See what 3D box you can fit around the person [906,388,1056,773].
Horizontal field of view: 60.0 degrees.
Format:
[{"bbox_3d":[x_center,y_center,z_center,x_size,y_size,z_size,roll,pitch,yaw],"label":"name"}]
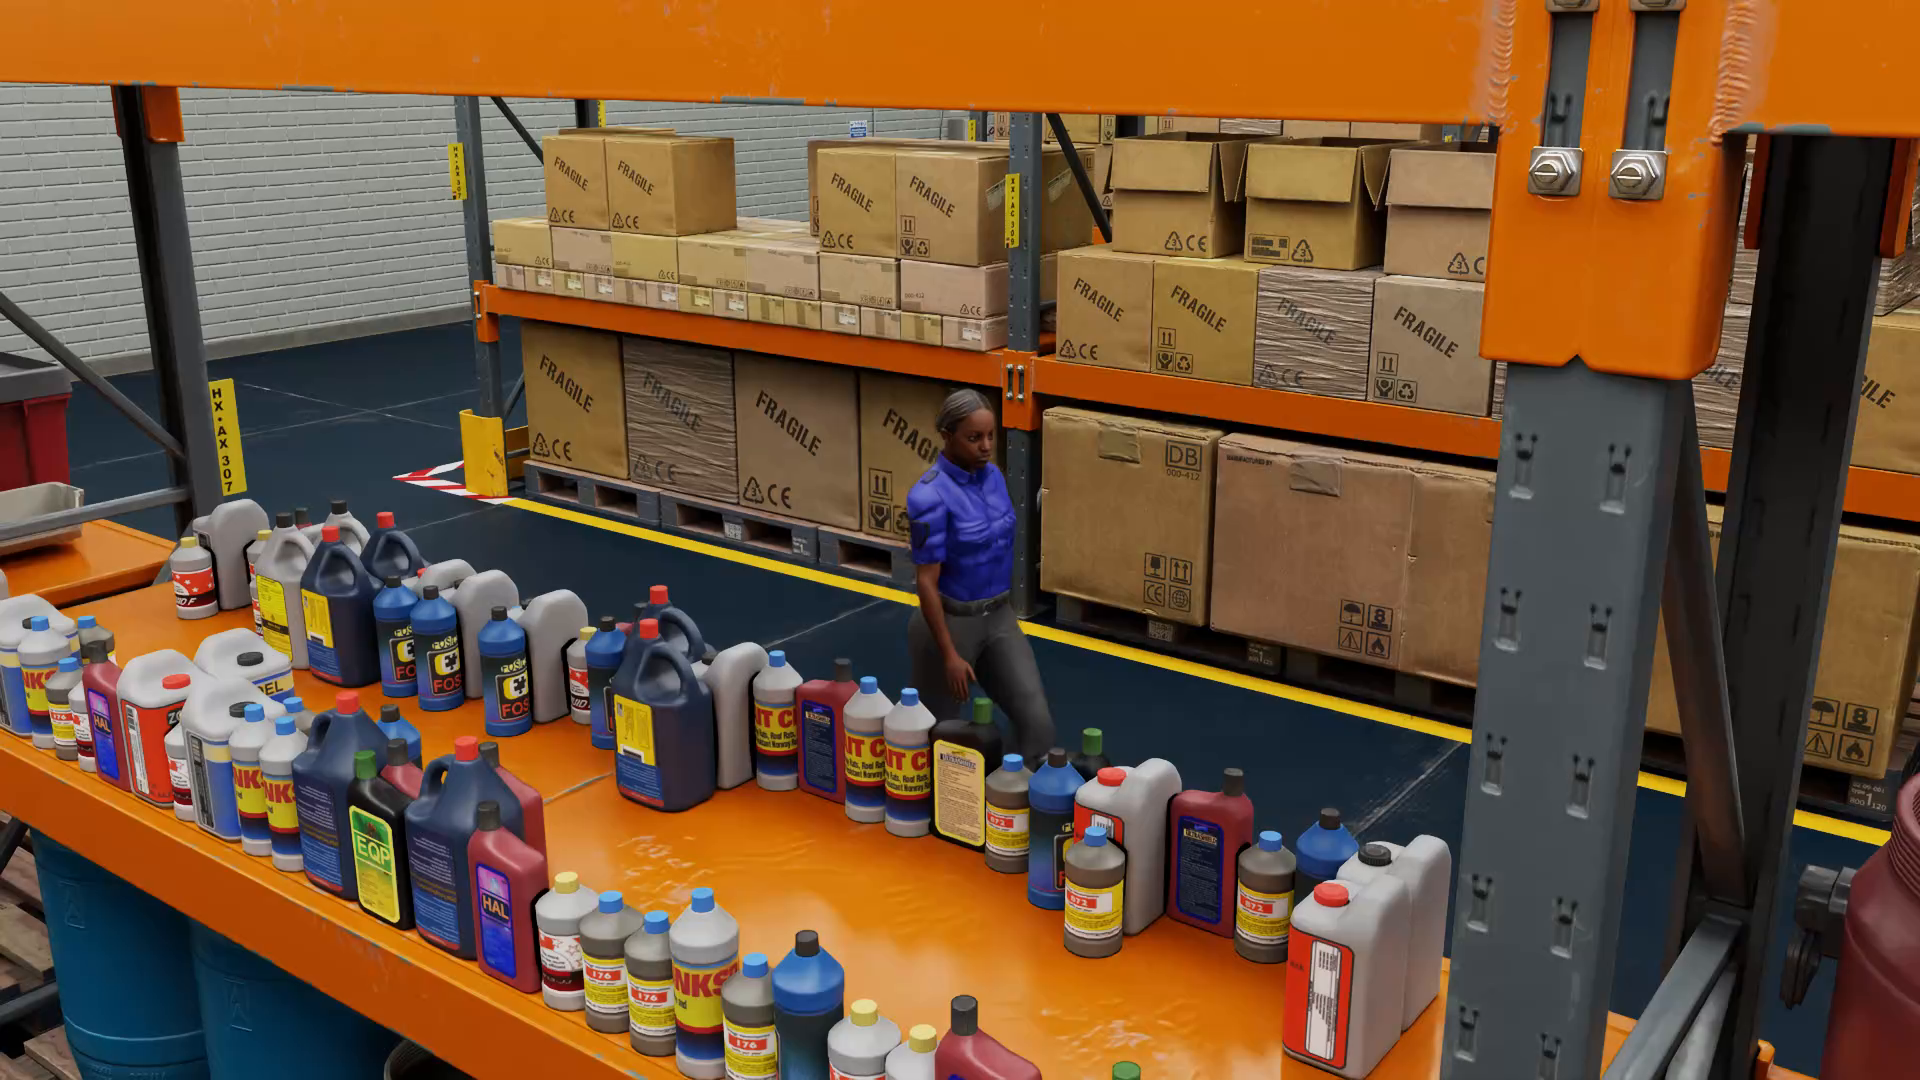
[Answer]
[{"bbox_3d":[0.056,0.339,5.446,0.698,1.693,0.488,15,22,41],"label":"person"}]
